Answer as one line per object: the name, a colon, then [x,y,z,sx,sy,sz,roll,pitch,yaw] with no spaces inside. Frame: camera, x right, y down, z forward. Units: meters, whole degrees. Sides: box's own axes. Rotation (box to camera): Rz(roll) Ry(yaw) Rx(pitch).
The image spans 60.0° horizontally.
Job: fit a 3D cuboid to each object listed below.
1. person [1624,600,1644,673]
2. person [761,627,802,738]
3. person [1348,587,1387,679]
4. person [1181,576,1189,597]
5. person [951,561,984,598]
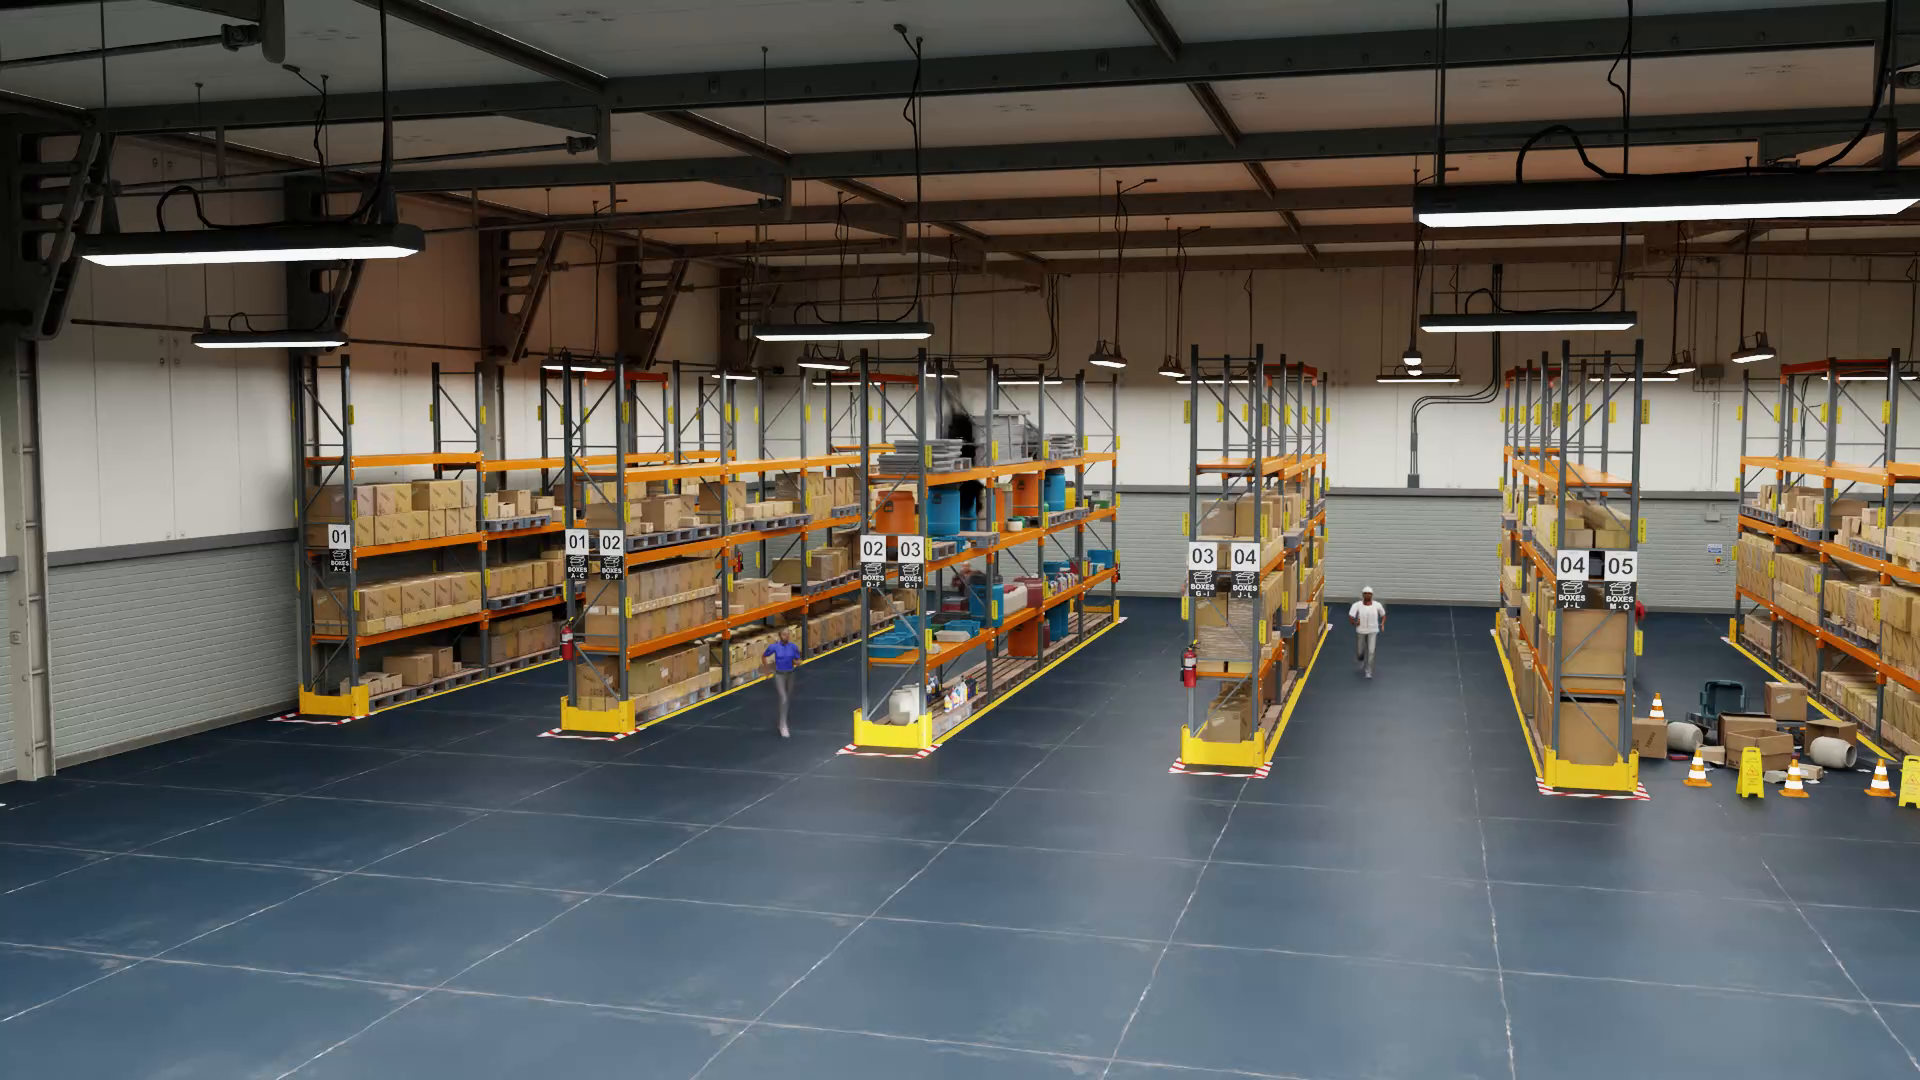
person: [12.937,1.737,32.310,0.646,1.679,0.658,1,4,15]
person: [-2.773,2.227,26.124,0.549,1.703,0.773,-3,5,-32]
person: [7.789,1.757,31.788,0.714,1.733,0.791,1,4,11]
person: [5.166,1.384,36.370,0.680,1.839,0.842,1,4,7]
person: [0.174,1.323,37.490,0.694,1.757,1.003,1,4,14]
